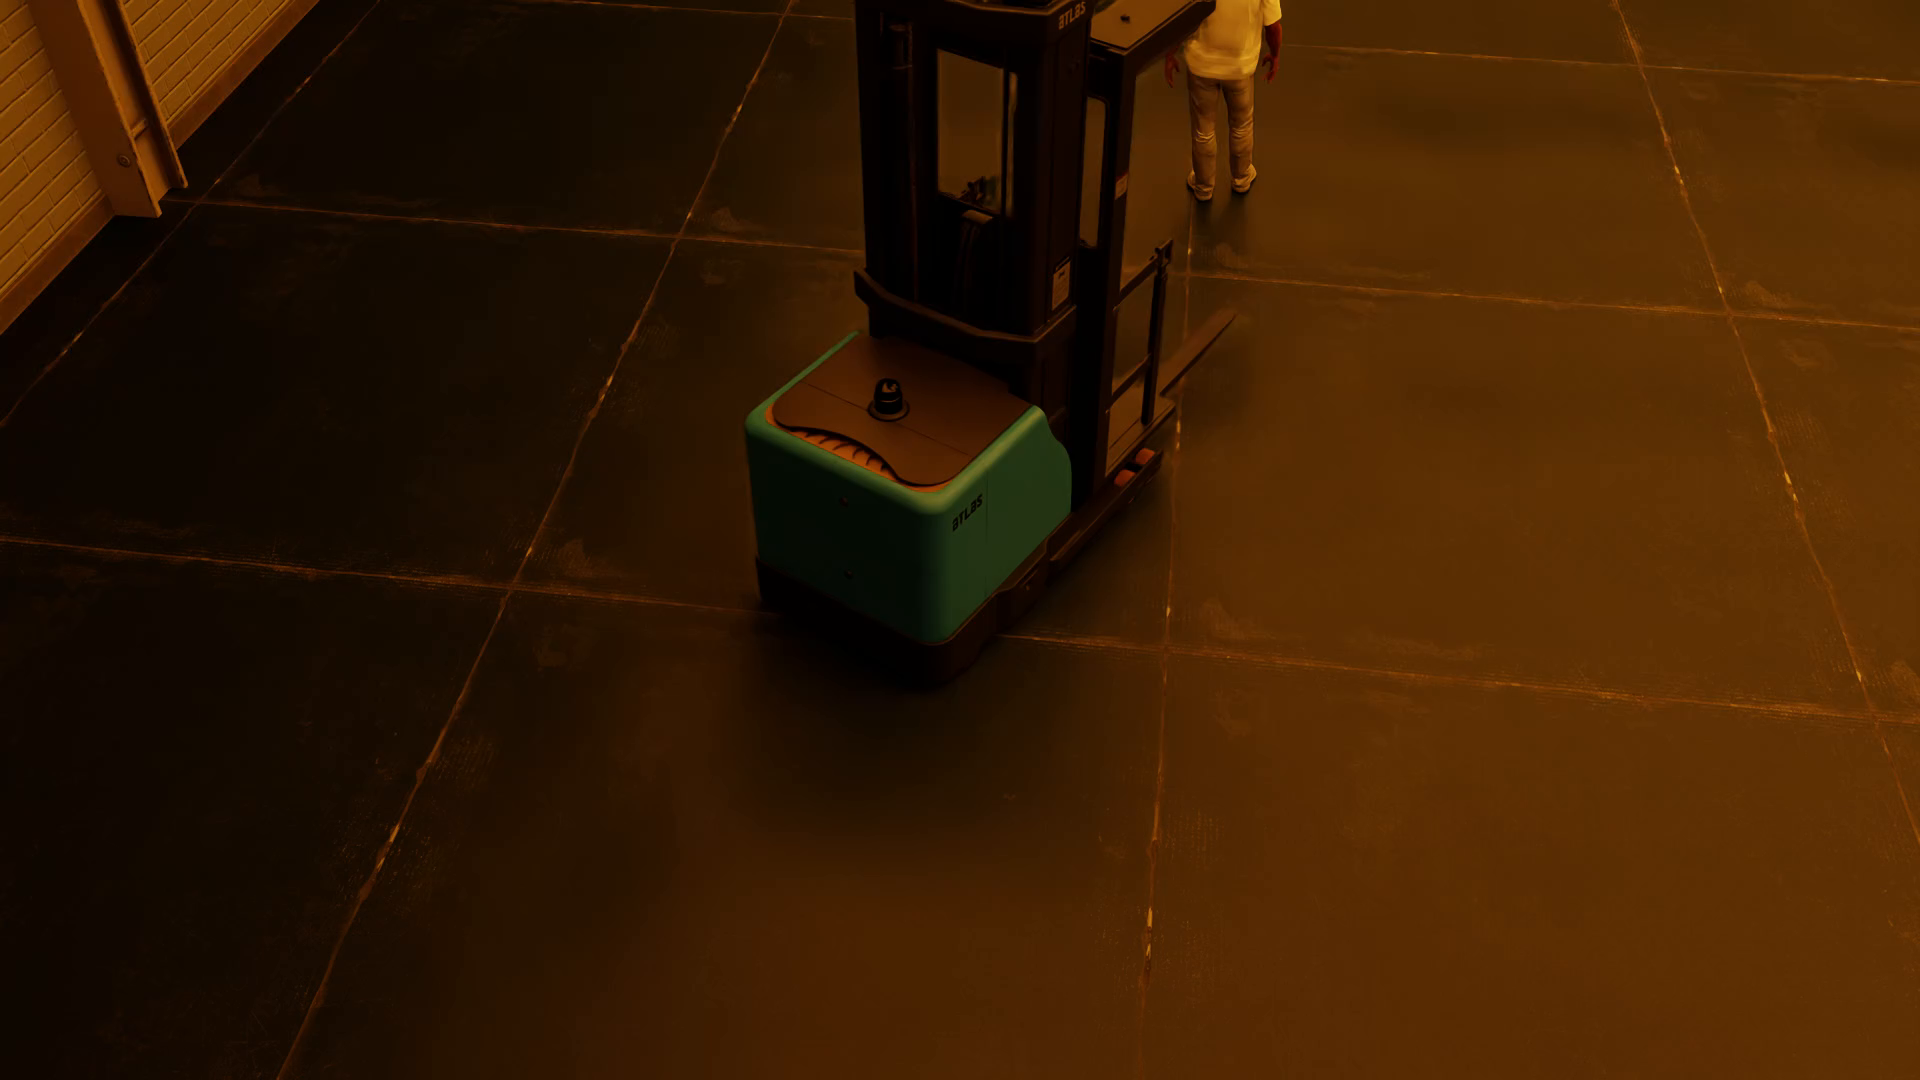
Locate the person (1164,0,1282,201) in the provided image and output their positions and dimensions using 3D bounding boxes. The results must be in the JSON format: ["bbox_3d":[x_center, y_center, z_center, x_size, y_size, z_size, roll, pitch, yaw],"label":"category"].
[{"bbox_3d":[1.508,-2.795,9.617,0.666,1.765,0.577,3,43,3],"label":"person"}]

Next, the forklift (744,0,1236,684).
[{"bbox_3d":[0.340,-1.425,7.276,1.130,2.935,3.031,25,48,25],"label":"forklift"}]
